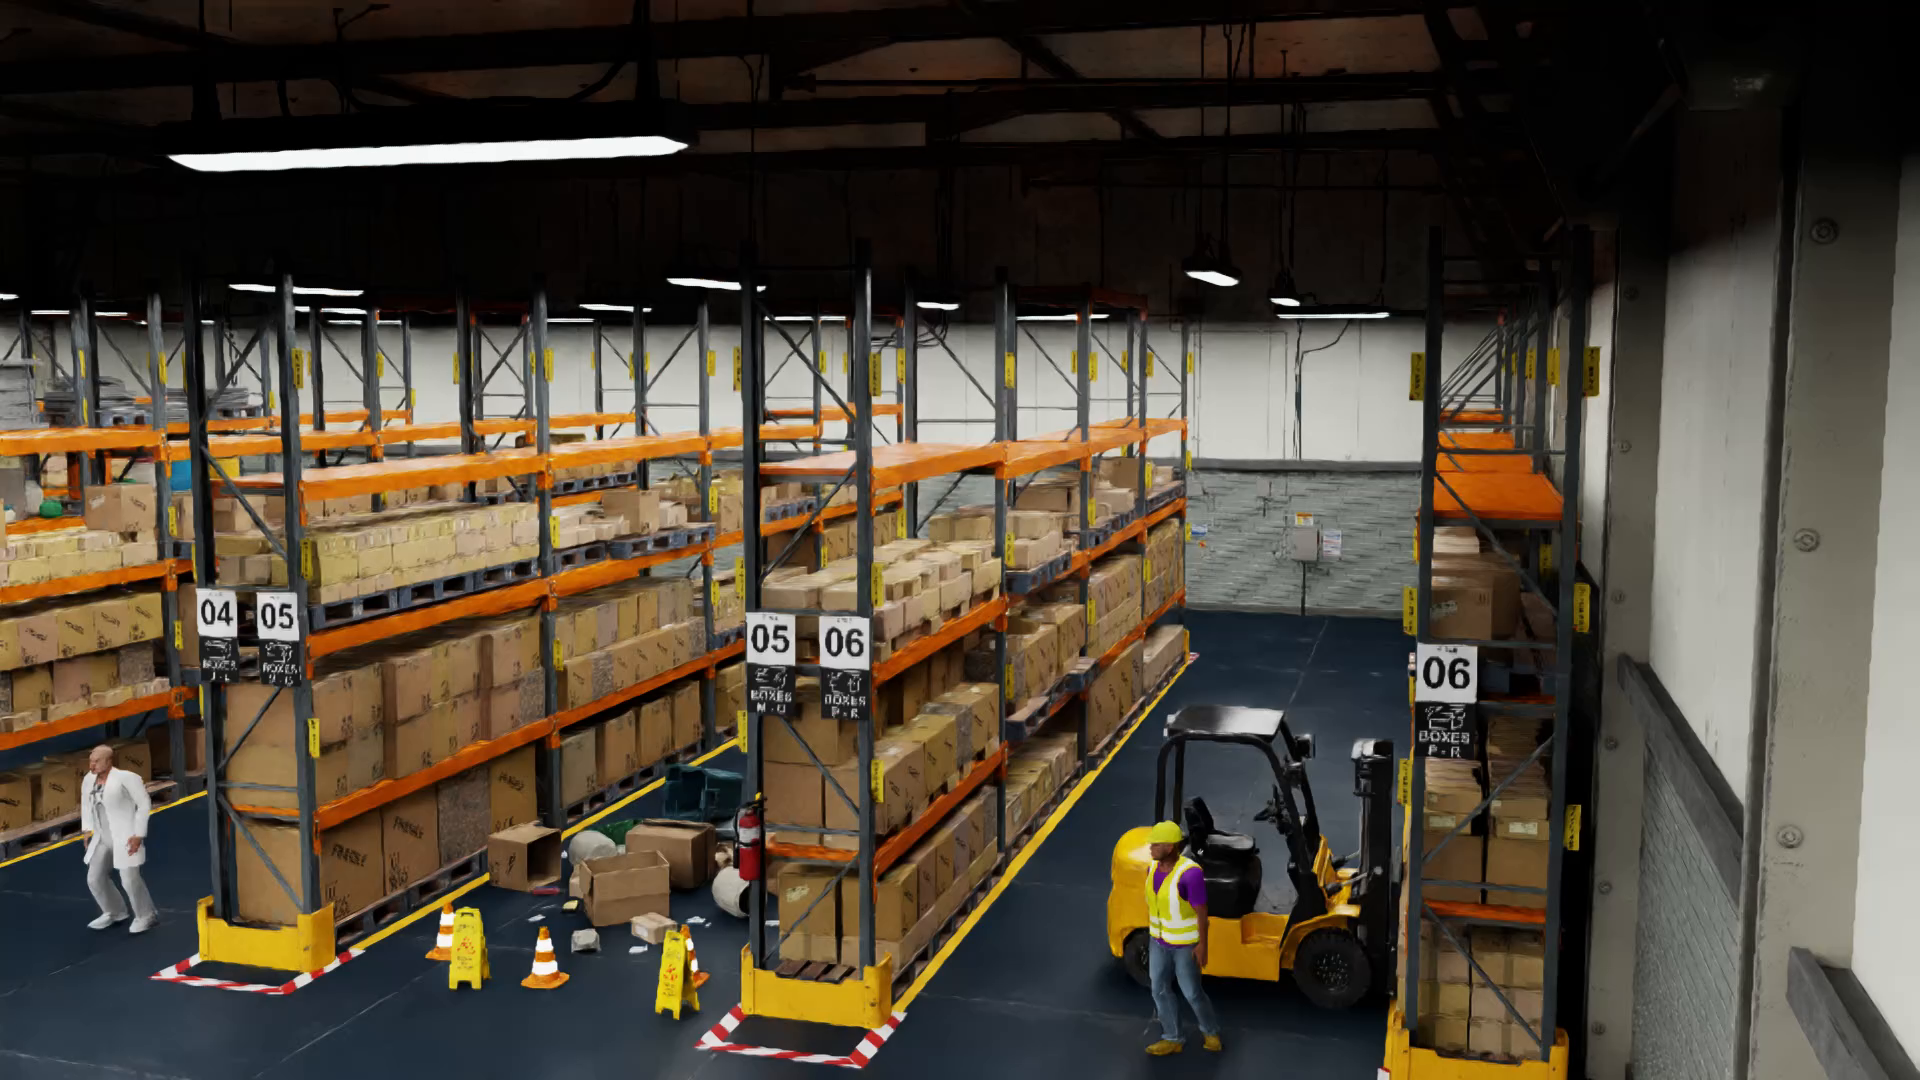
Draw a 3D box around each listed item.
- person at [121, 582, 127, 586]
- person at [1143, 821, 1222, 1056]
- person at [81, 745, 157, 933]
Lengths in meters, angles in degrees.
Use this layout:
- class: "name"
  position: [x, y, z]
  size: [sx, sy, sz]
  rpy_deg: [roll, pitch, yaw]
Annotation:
- class: "person"
  position: [-14.765, 1.029, 29.815]
  size: [0.639, 1.632, 0.512]
  rpy_deg: [2, 7, 14]
- class: "person"
  position: [1.642, 2.930, 12.304]
  size: [0.574, 1.752, 0.607]
  rpy_deg: [-5, 8, -38]
- class: "person"
  position: [-7.529, 2.652, 14.862]
  size: [0.729, 1.733, 0.546]
  rpy_deg: [2, 7, 14]
